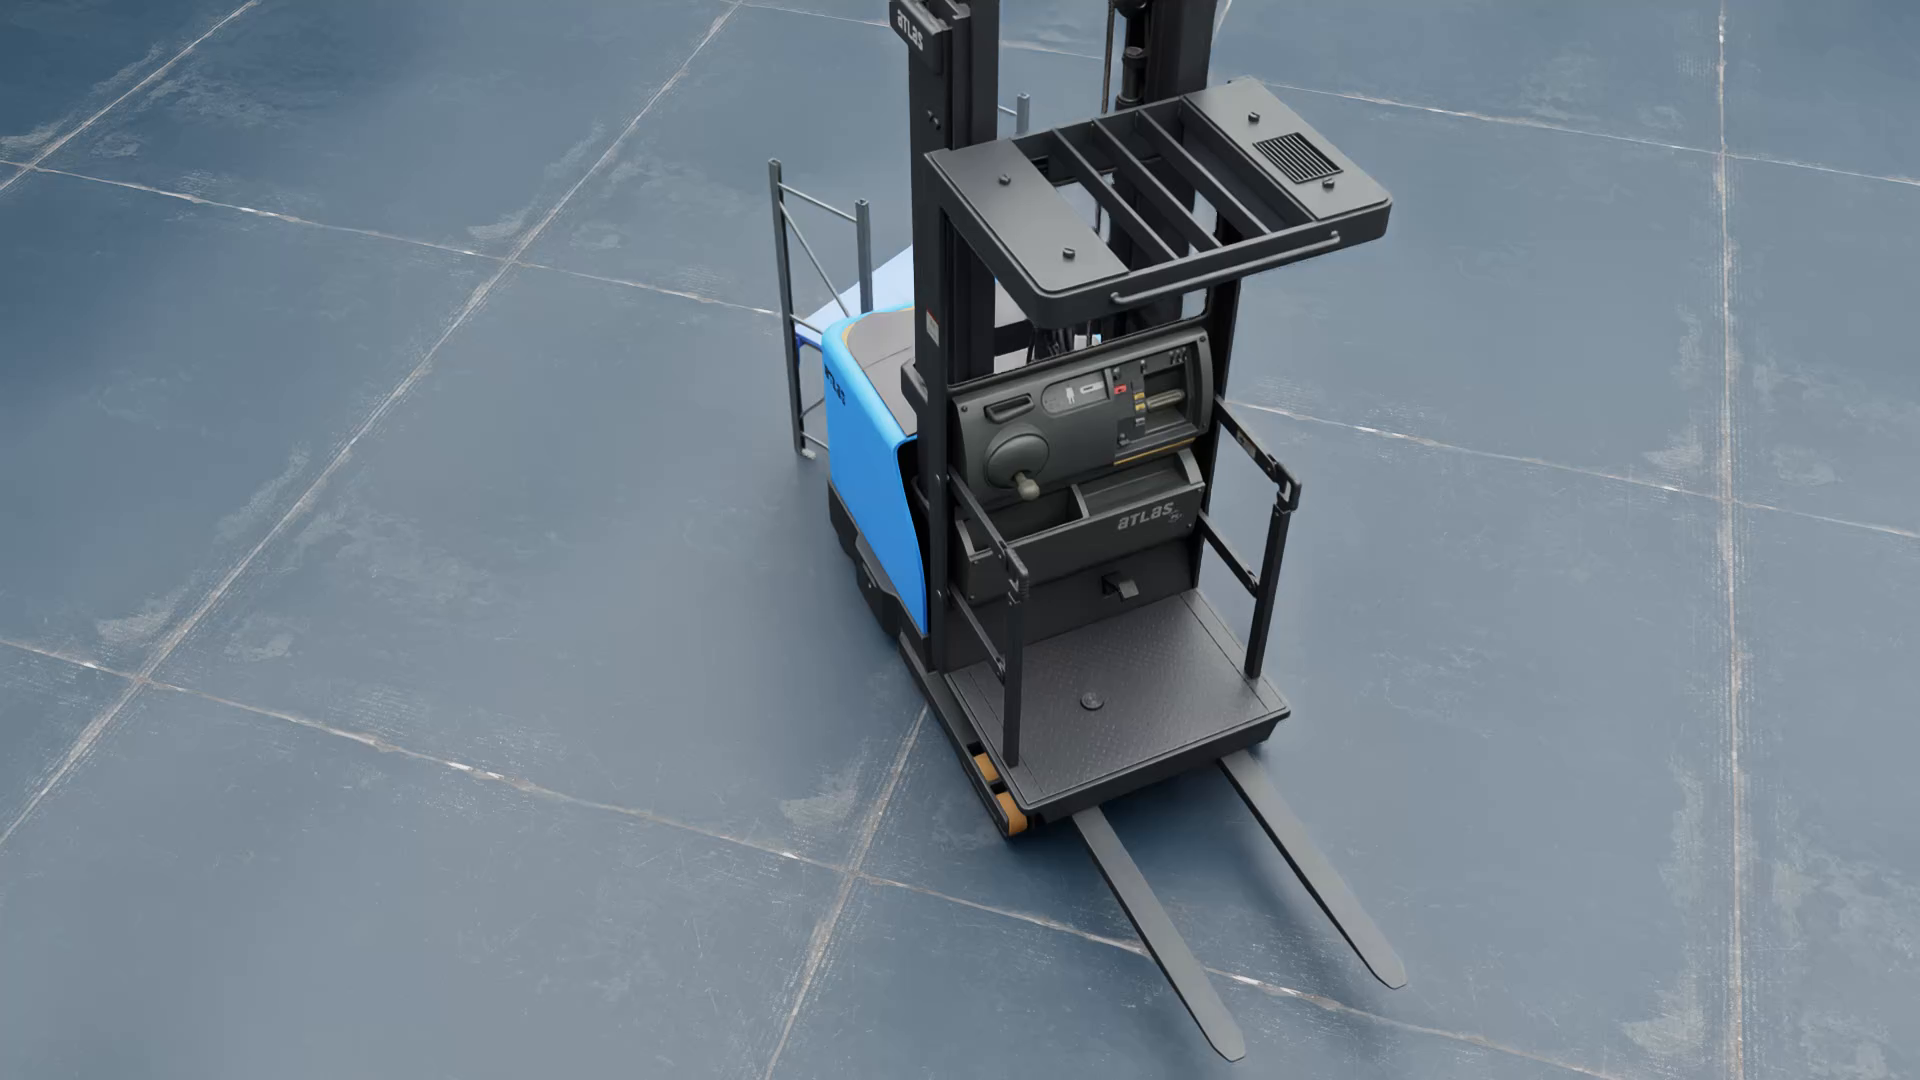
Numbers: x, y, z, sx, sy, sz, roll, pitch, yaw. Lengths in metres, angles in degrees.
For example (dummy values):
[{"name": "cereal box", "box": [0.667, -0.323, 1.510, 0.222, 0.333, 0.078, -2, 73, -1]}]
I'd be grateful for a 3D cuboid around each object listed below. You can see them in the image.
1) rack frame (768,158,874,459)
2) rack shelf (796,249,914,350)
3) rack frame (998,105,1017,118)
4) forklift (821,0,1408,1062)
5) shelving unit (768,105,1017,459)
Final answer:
[{"name": "rack frame", "box": [-0.550, -0.850, 6.945, 0.500, 1.500, 0.032, 29, 51, 27]}, {"name": "rack shelf", "box": [-0.233, -1.047, 7.308, 0.459, 0.026, 0.952, 29, 51, 27]}, {"name": "rack frame", "box": [0.086, -1.405, 7.512, 0.475, 1.308, 0.013, 29, 51, 27]}, {"name": "forklift", "box": [0.515, -0.324, 5.384, 1.130, 2.935, 3.031, -18, 47, -17]}, {"name": "shelving unit", "box": [-0.236, -1.125, 7.226, 0.500, 1.500, 1.039, 29, 51, 27]}]
